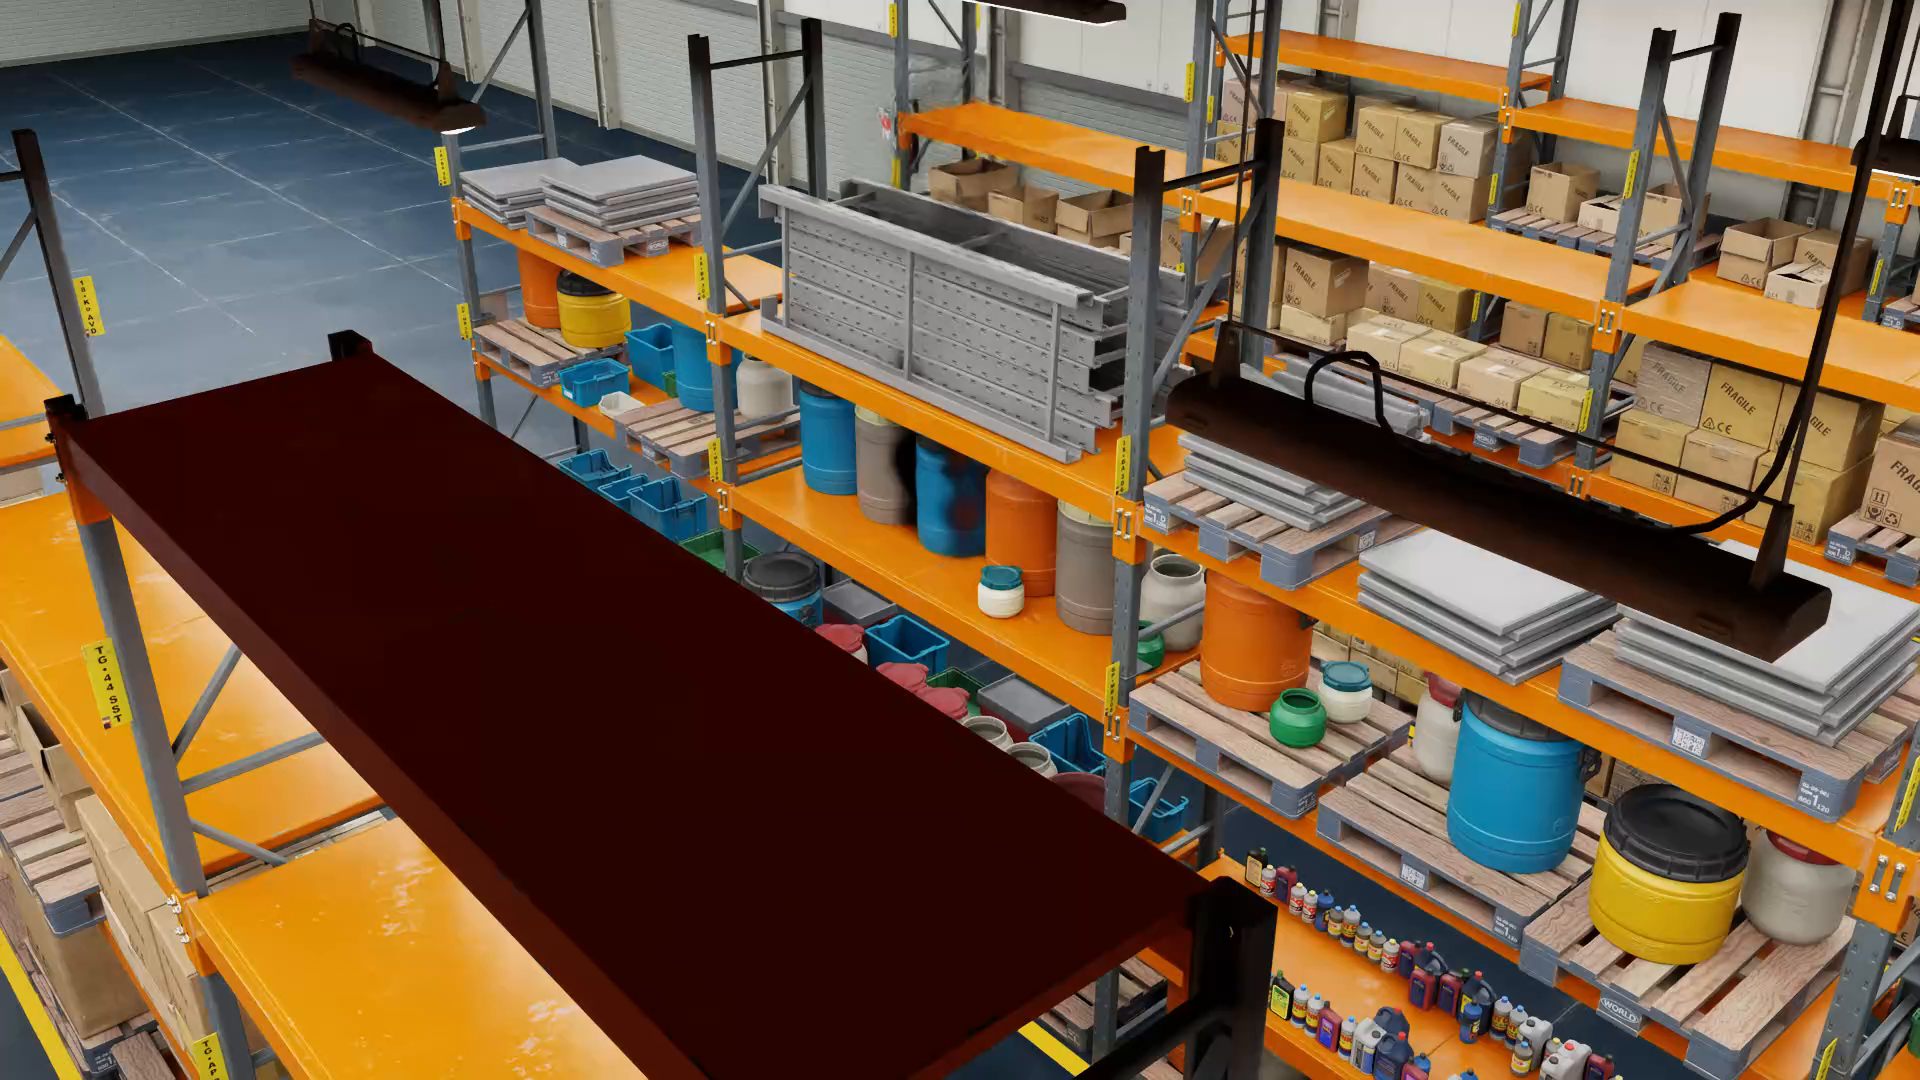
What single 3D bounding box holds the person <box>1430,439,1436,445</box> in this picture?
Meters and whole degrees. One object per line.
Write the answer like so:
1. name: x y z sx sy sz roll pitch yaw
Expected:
1. person: 4.590 -0.813 17.149 0.926 1.807 0.681 23 35 37
